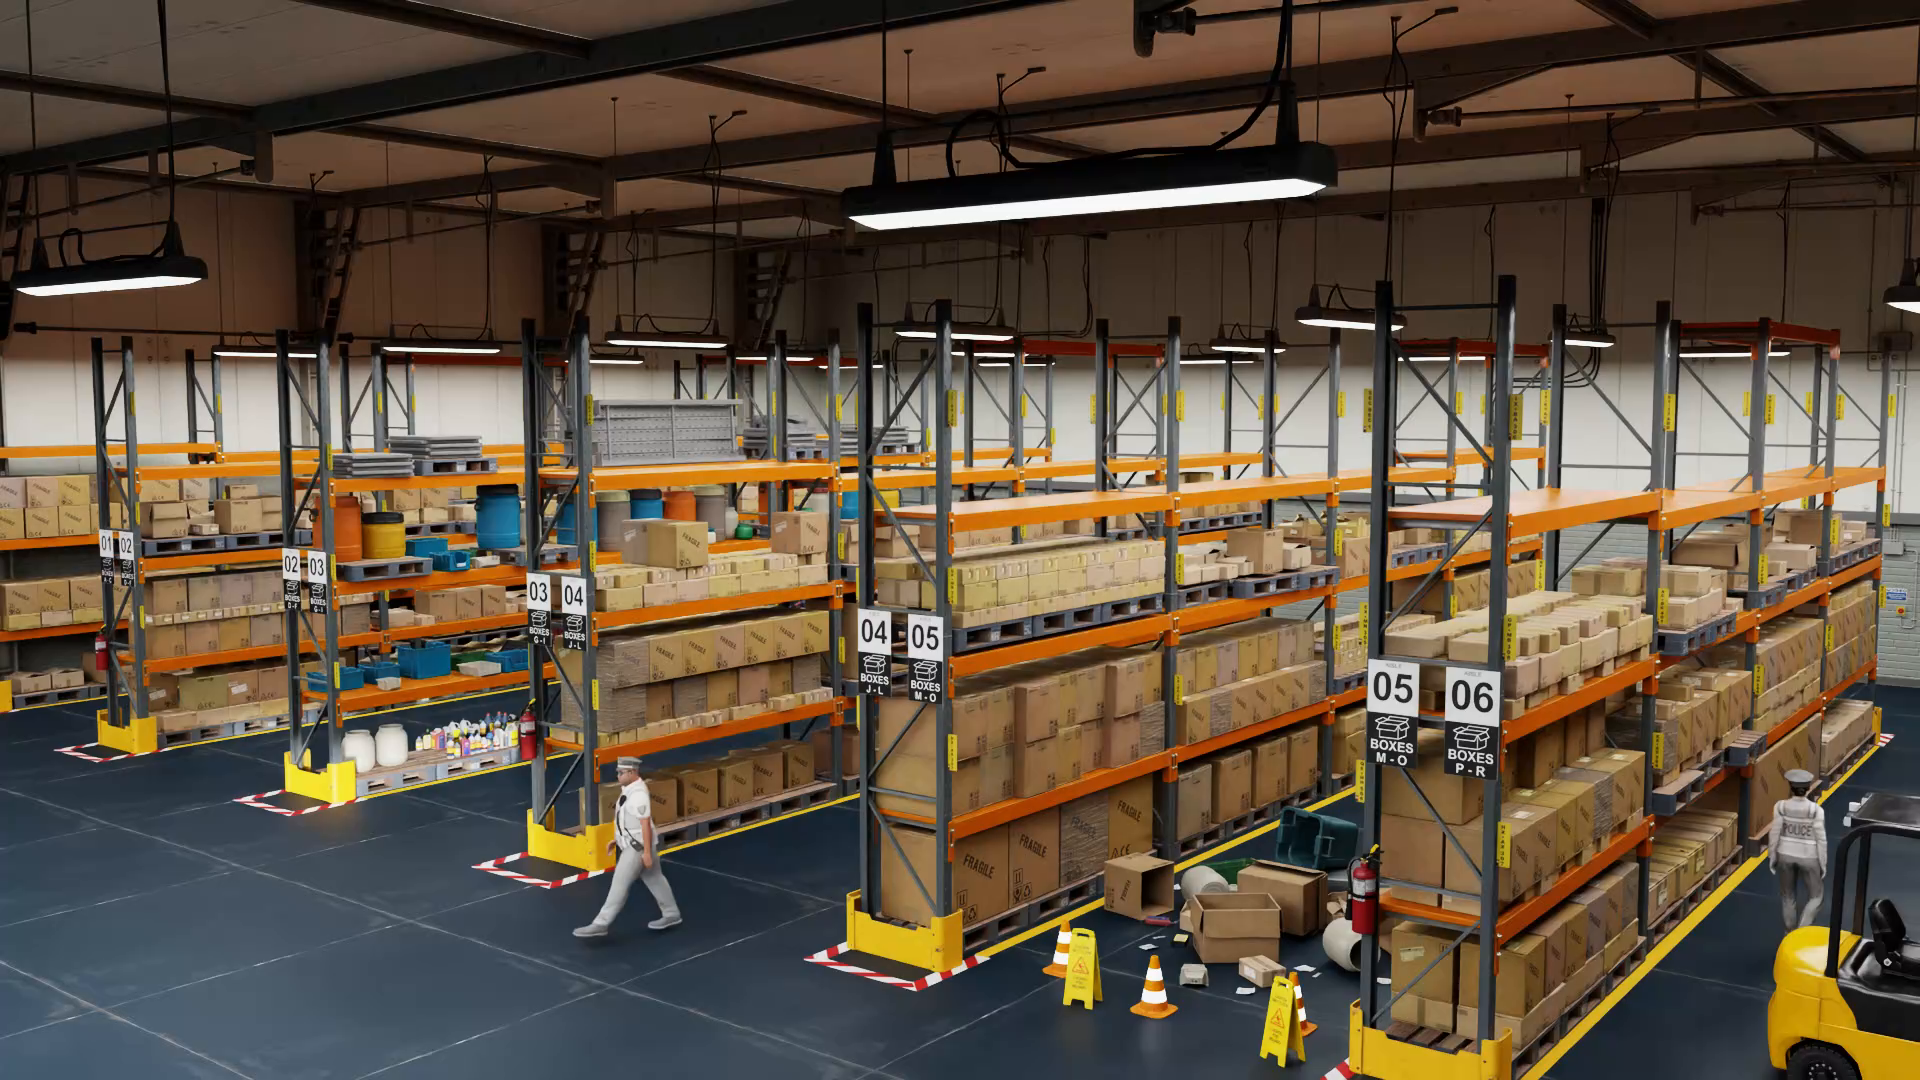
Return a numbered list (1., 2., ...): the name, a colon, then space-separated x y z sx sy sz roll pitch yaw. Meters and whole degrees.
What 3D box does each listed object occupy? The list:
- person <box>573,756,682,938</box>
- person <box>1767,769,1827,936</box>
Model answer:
1. person: -3.183 2.908 15.890 1.027 1.705 0.559 -1 5 -12
2. person: 7.798 2.990 15.492 0.512 1.674 0.516 4 6 36
